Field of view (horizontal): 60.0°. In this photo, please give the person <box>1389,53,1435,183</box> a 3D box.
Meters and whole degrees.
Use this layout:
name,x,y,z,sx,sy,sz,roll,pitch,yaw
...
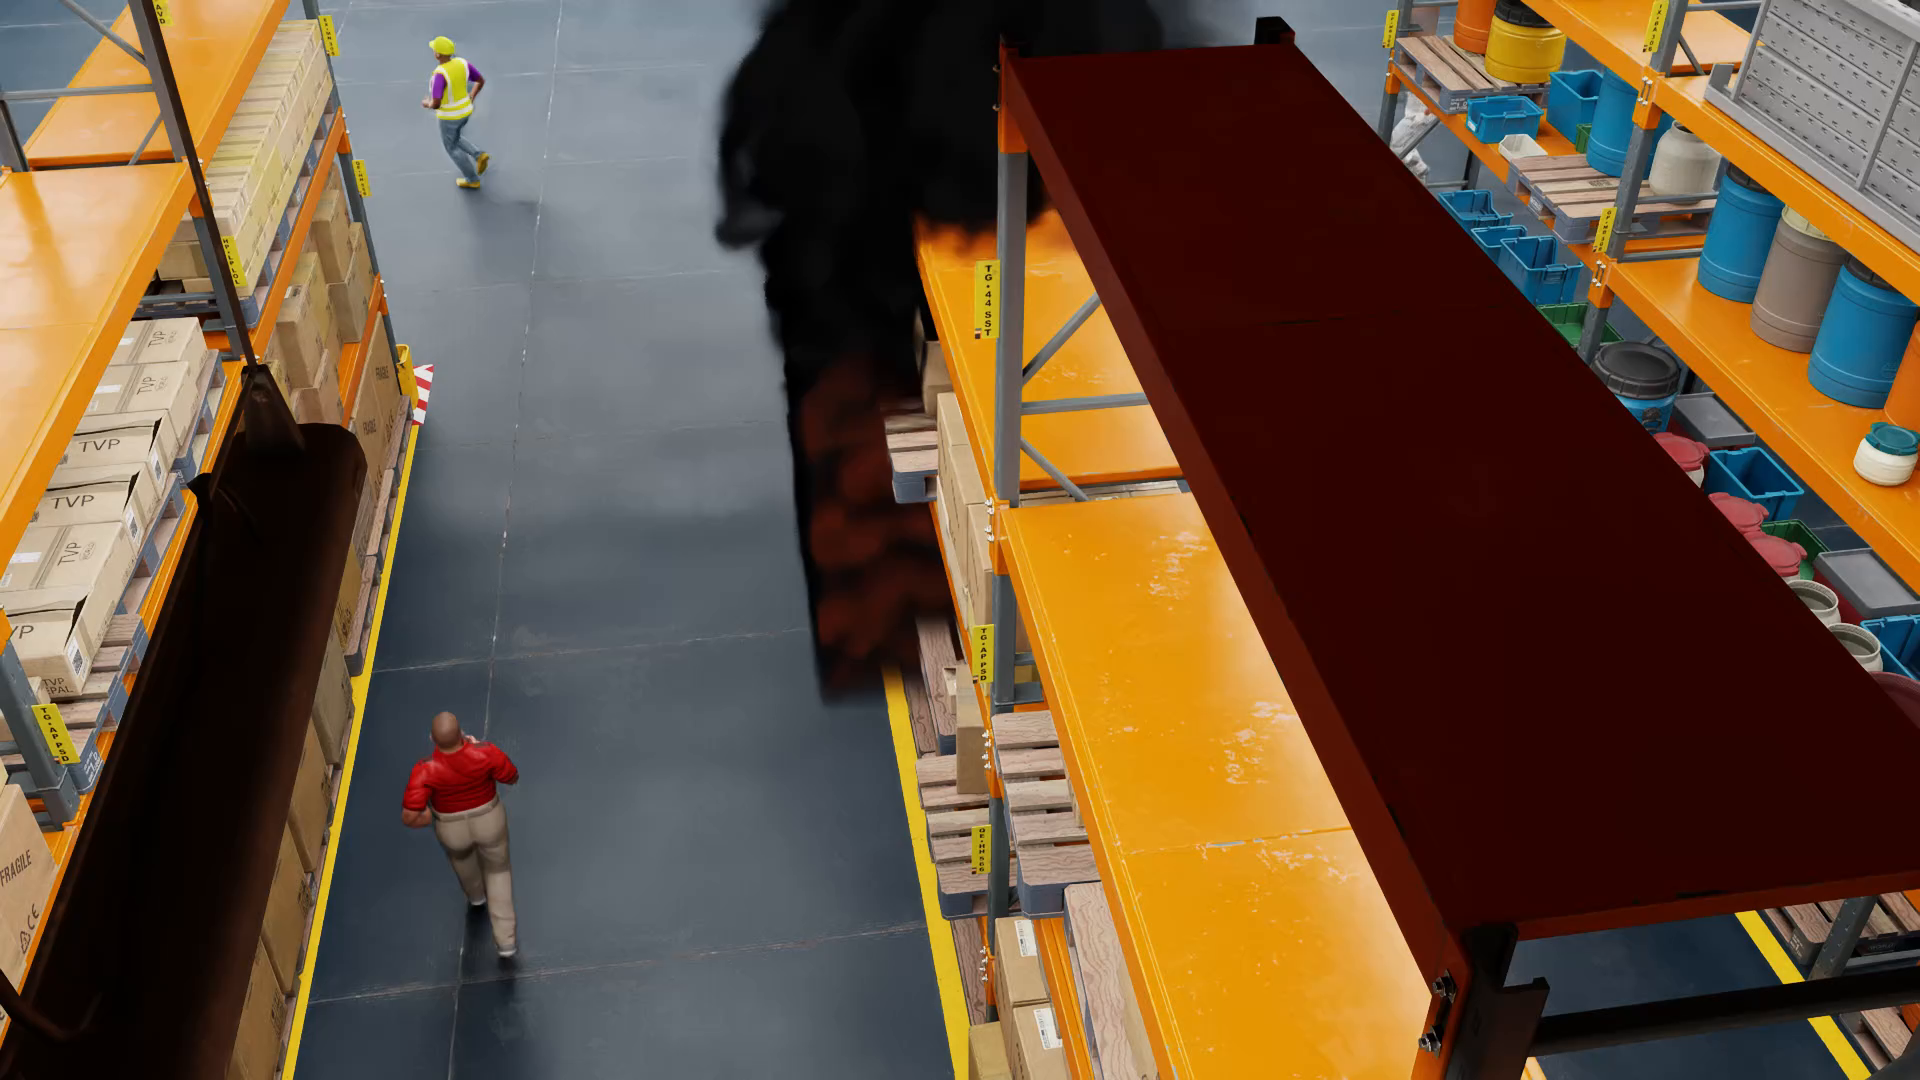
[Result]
name,x,y,z,sx,sy,sz,roll,pitch,yaw
person,4.997,-4.679,18.344,0.577,1.744,0.649,10,38,14

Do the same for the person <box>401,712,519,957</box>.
name,x,y,z,sx,sy,sz,roll,pitch,yaw
person,-2.853,1.665,9.694,0.655,1.747,0.874,-10,38,-14

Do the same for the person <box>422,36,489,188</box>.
name,x,y,z,sx,sy,sz,roll,pitch,yaw
person,-5.639,-4.755,18.473,0.576,1.720,0.698,14,39,18
